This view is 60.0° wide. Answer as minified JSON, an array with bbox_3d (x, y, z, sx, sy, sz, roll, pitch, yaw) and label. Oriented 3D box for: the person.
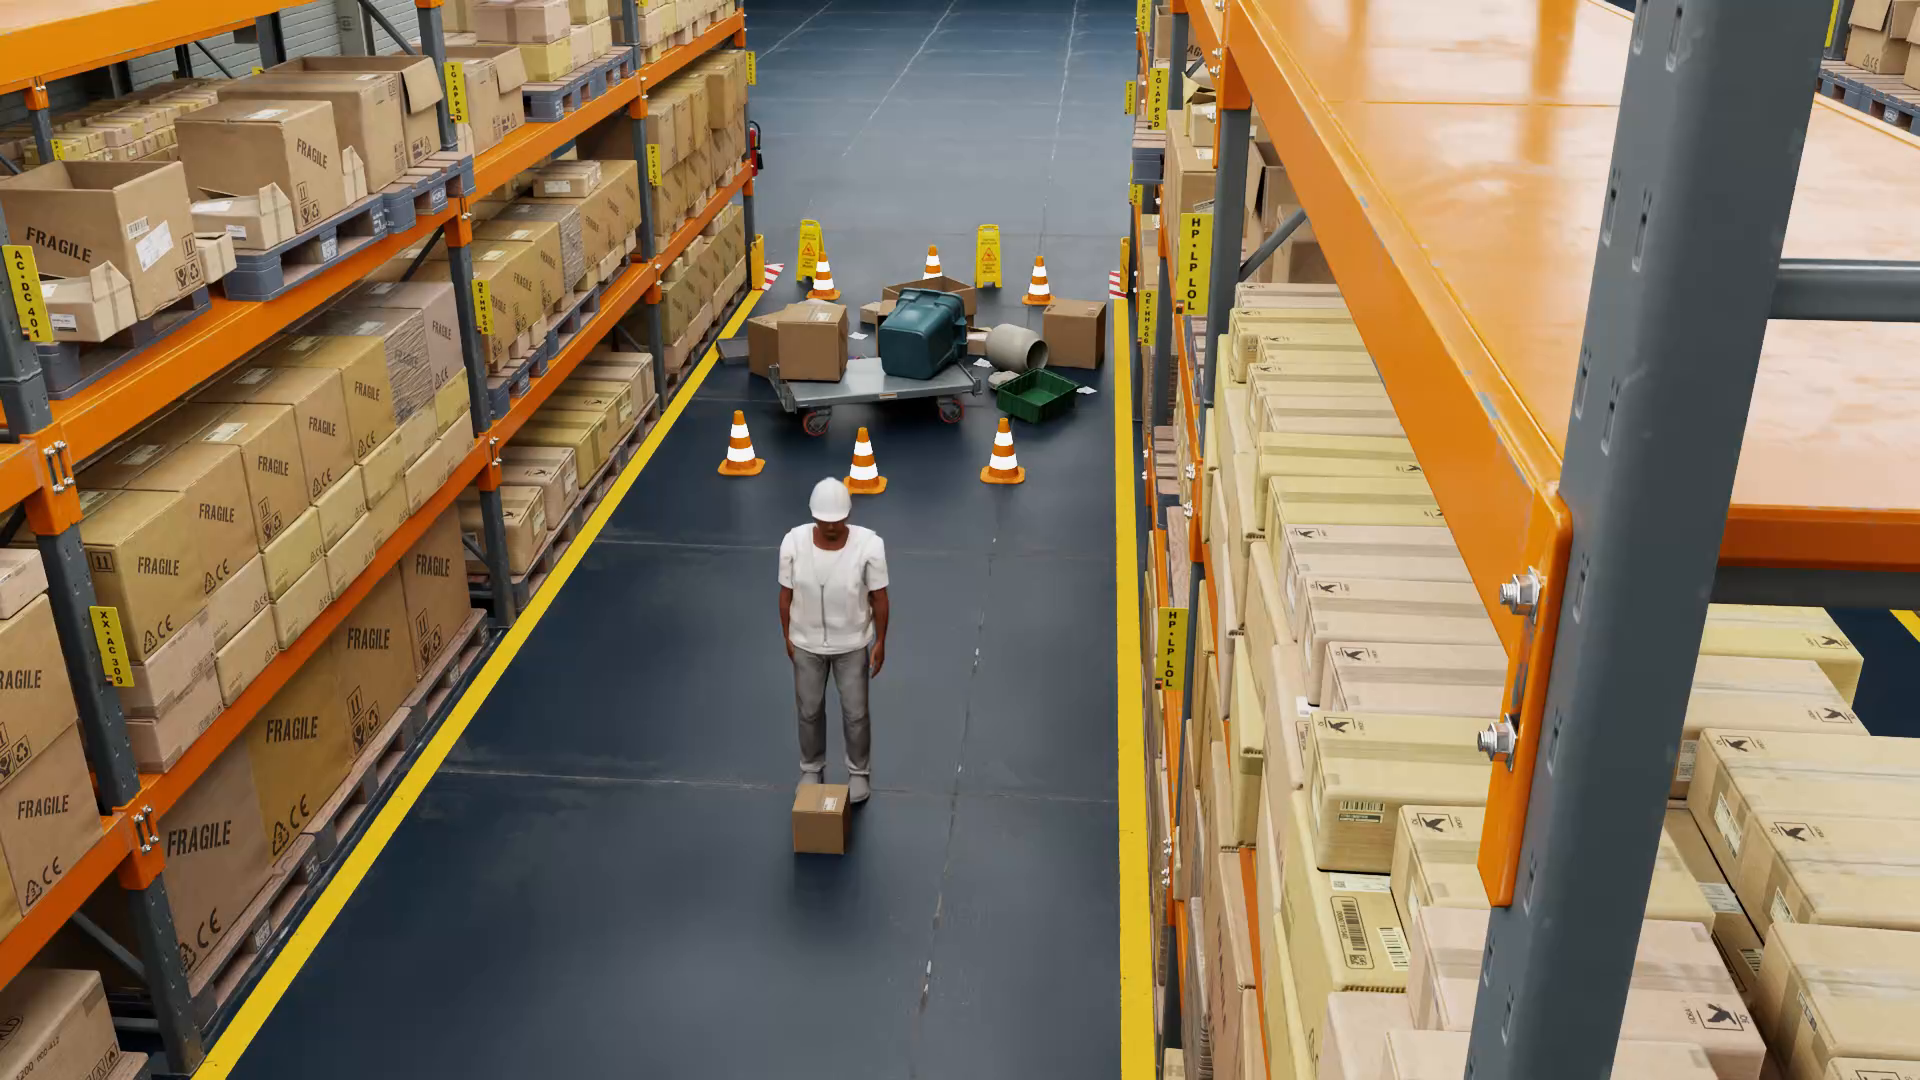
[{"bbox_3d":[-0.659,0.990,8.472,0.508,0.897,0.978,1,24,2],"label":"person"}]
